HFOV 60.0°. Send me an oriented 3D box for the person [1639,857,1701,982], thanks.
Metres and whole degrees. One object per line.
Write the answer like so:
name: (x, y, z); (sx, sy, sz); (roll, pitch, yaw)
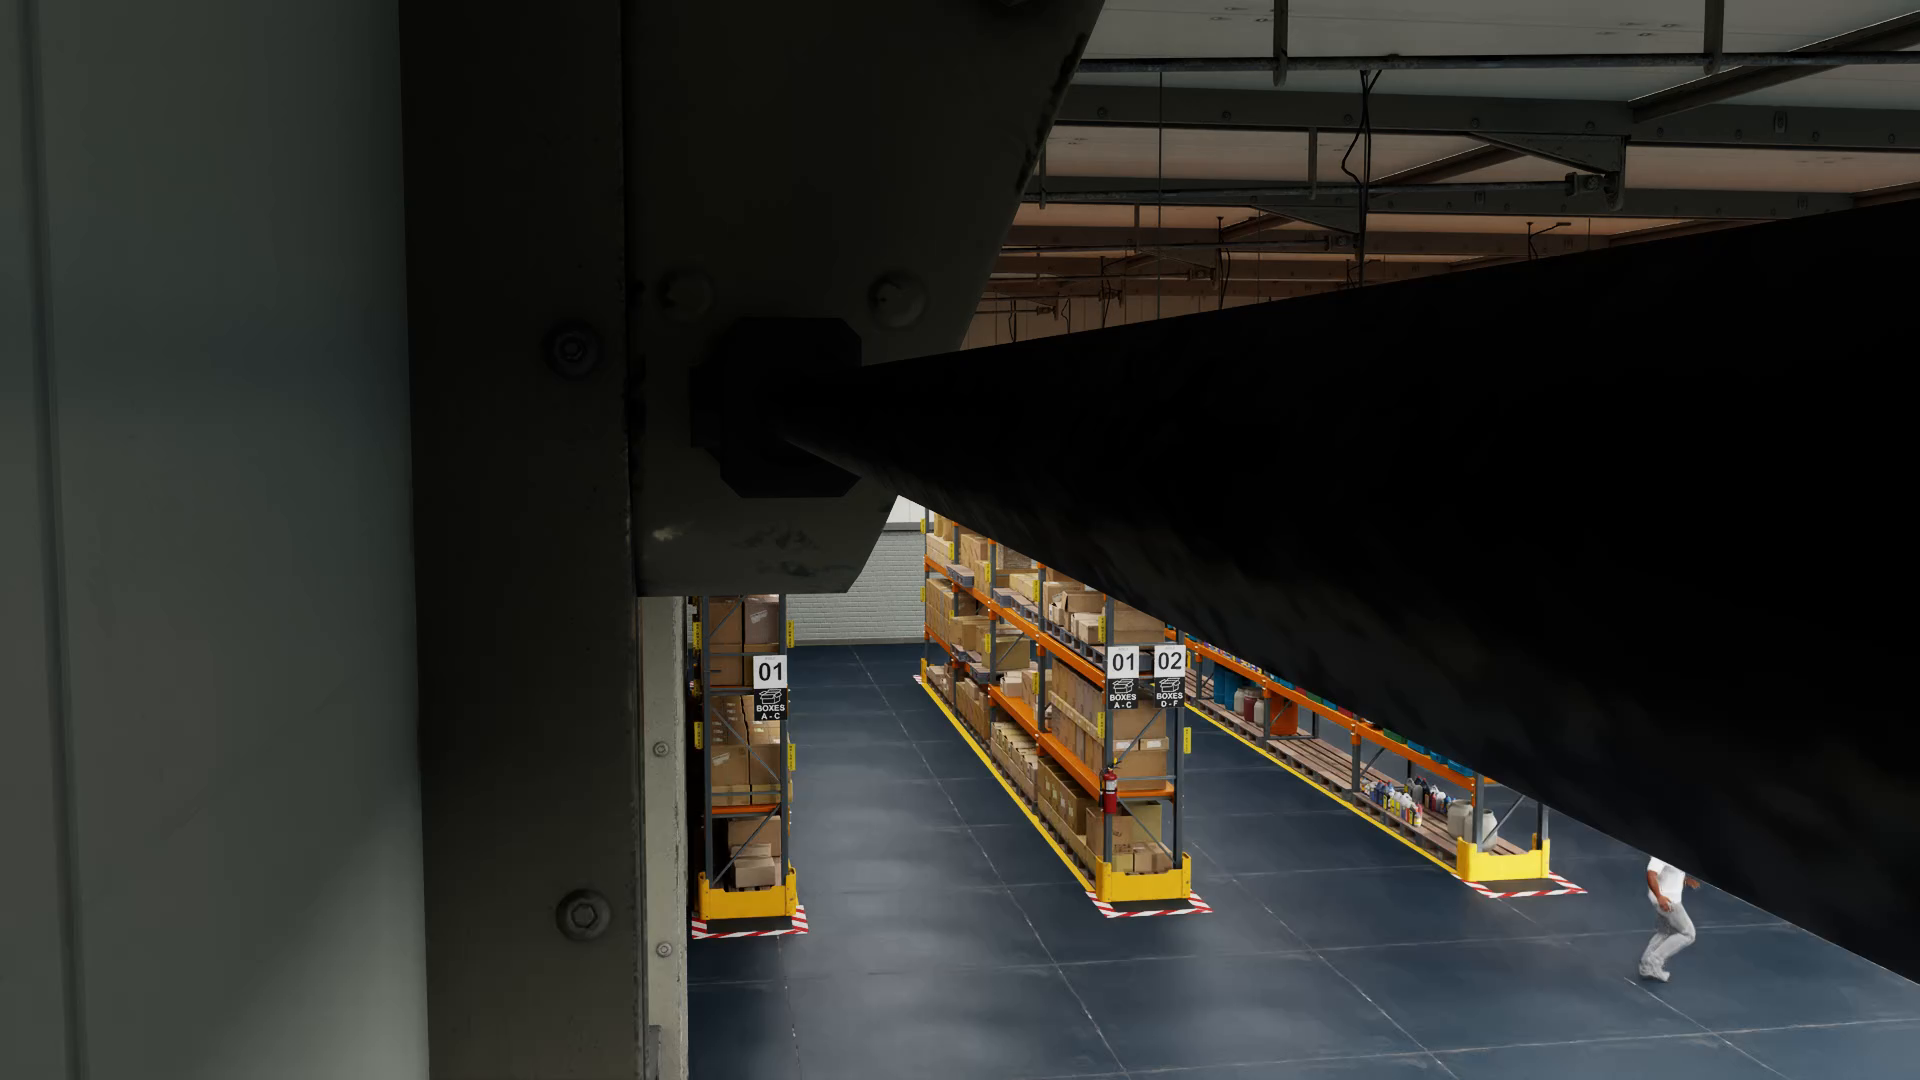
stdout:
person: (7.668, 3.881, 17.923); (0.612, 1.730, 0.704); (1, 5, 16)
